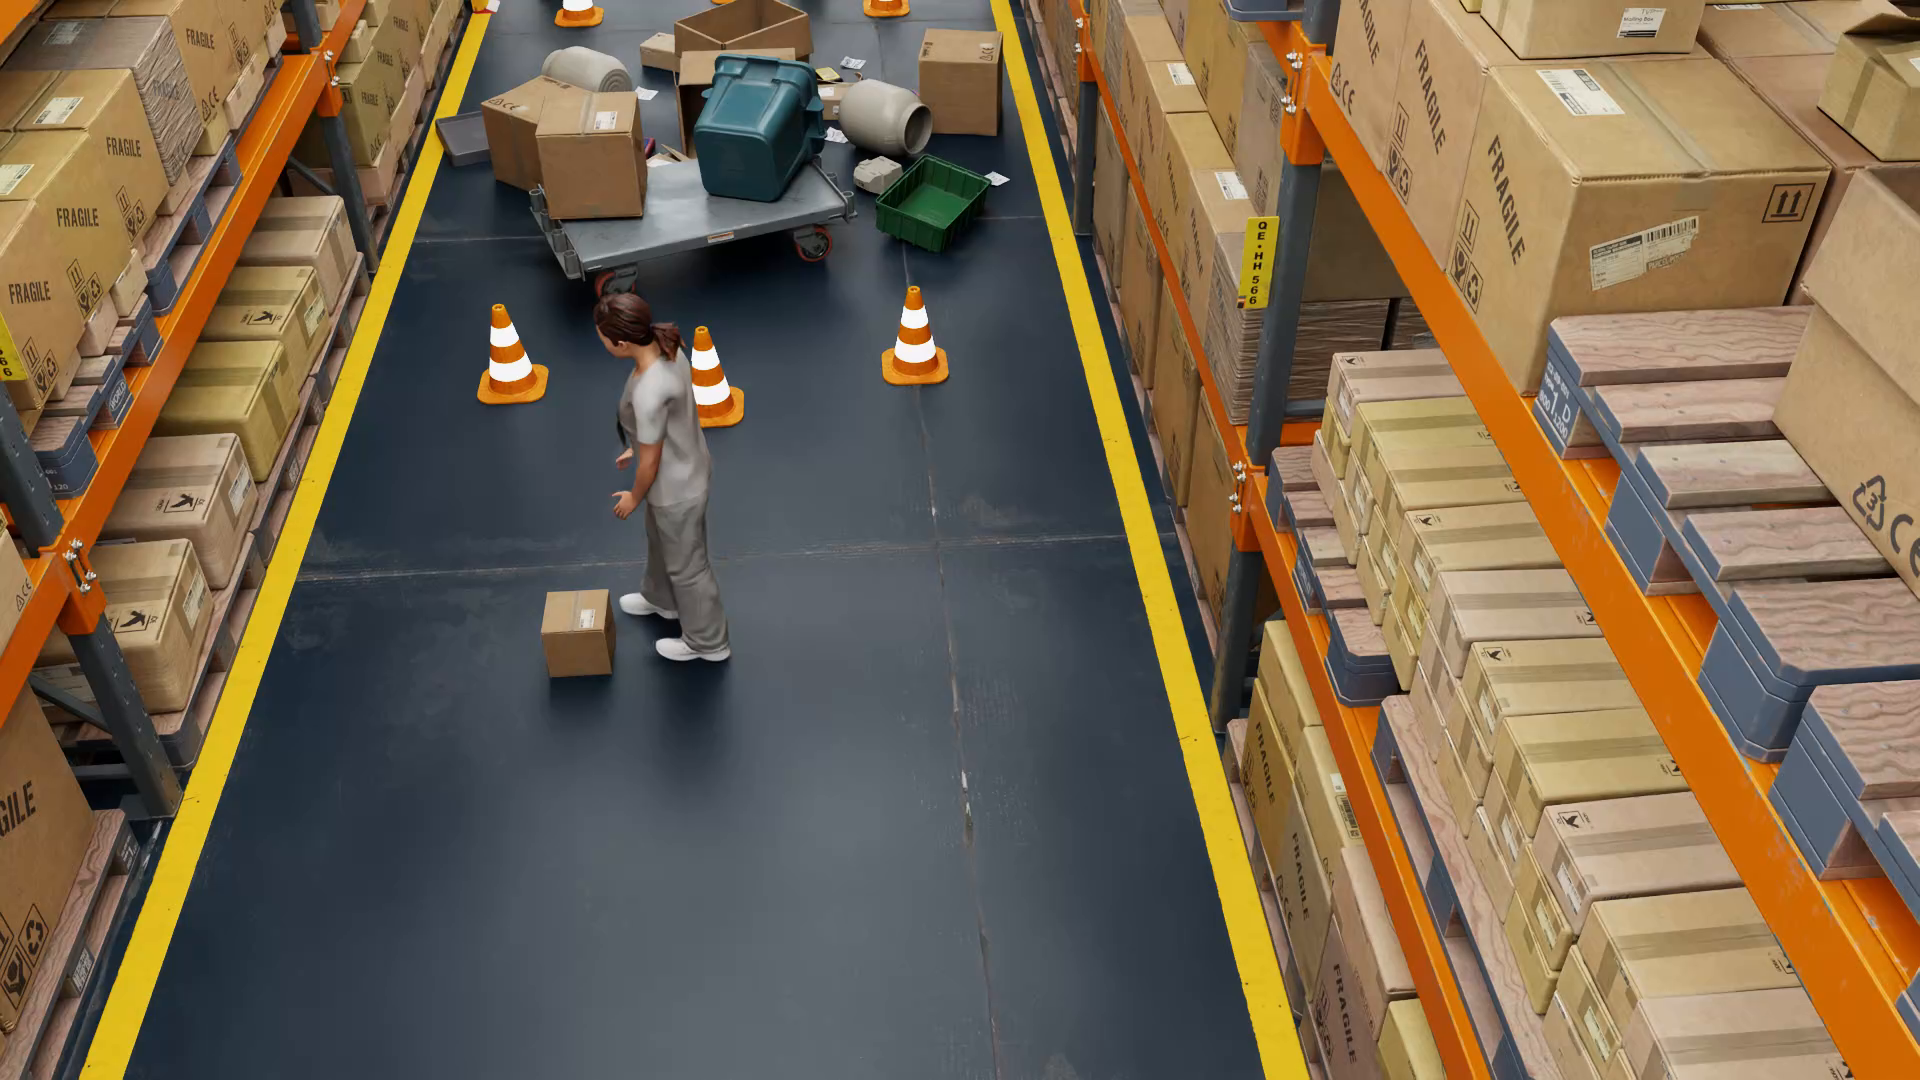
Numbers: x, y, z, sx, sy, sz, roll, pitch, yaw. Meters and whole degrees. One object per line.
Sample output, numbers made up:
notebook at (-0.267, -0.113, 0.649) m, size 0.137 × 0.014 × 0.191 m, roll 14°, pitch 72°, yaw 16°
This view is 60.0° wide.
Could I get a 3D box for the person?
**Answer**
person at (-1.201, -0.231, 6.421) m, size 0.522 × 1.678 × 0.500 m, roll 1°, pitch 39°, yaw 1°
